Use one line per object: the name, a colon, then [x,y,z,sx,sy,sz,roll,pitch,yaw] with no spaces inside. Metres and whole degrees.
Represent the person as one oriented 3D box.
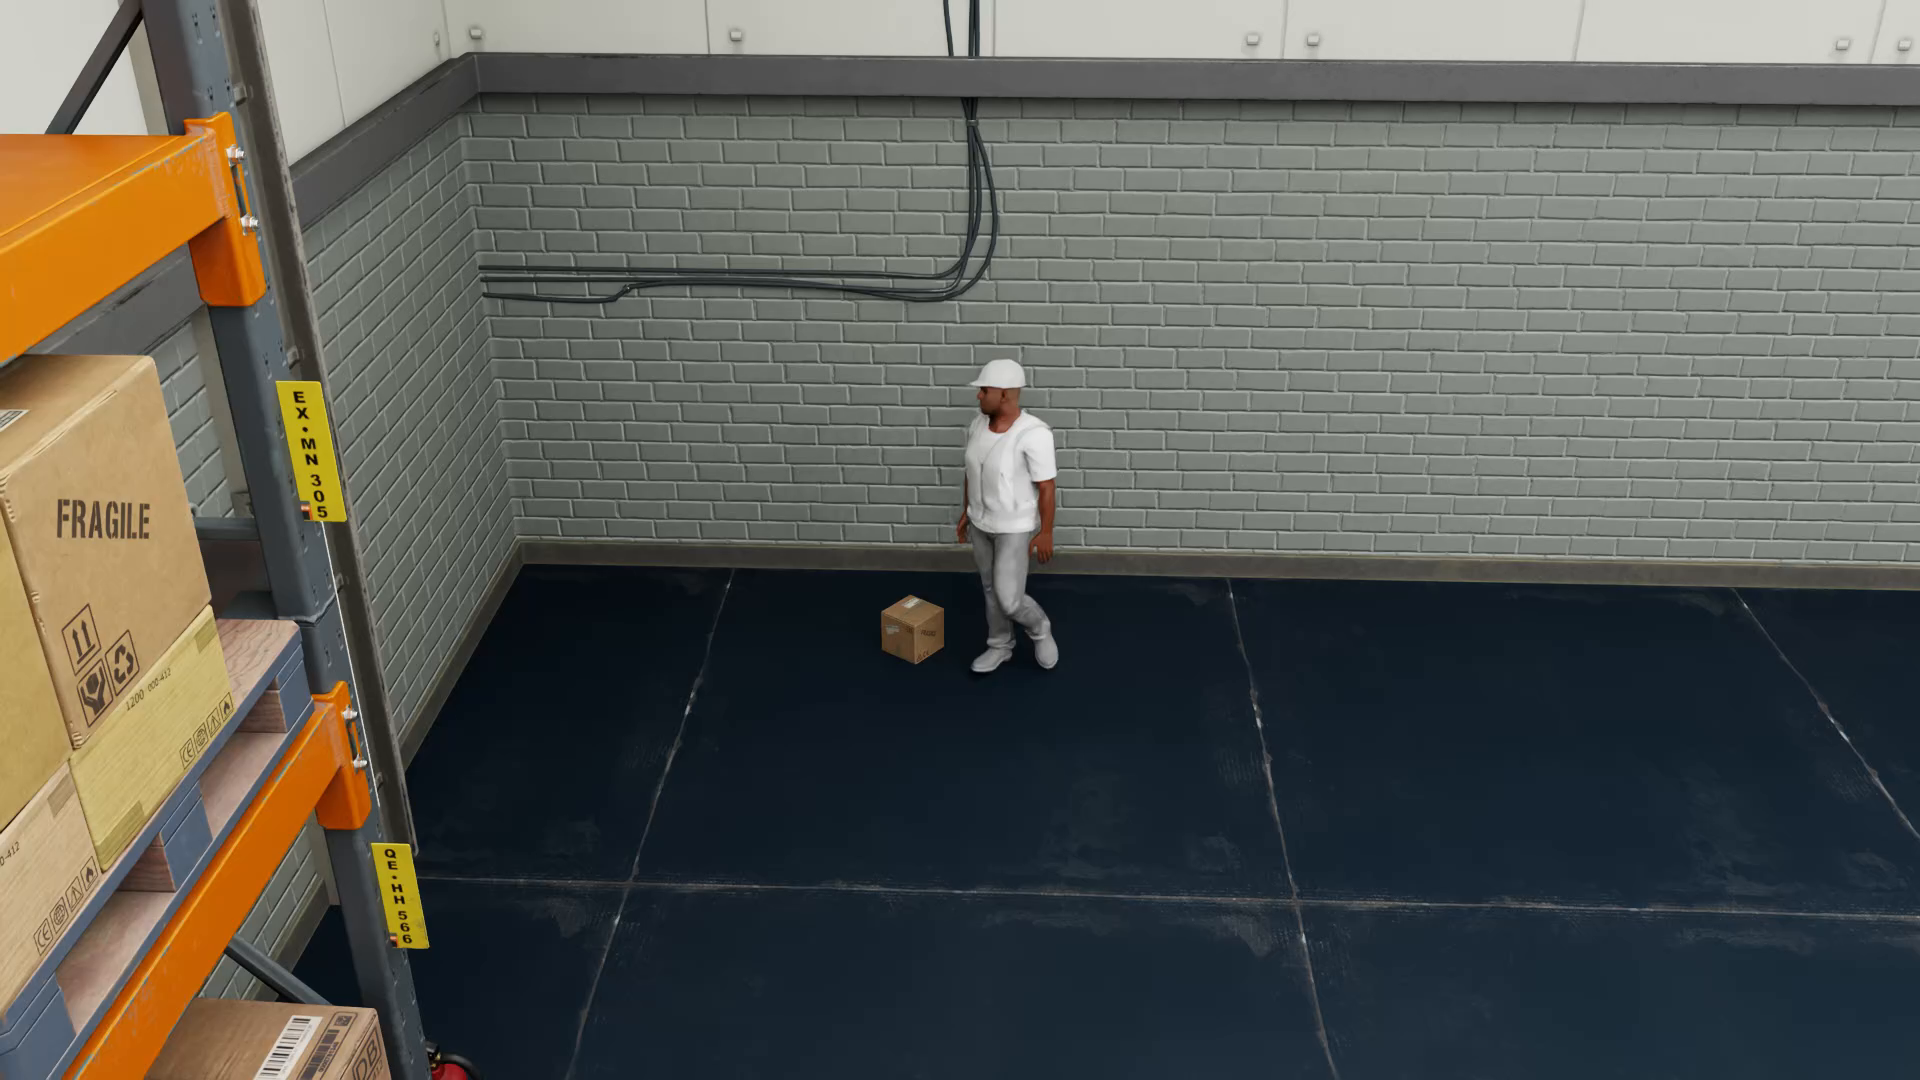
person: [0.258,-0.100,8.759,0.465,1.760,0.595,-22,35,-36]
